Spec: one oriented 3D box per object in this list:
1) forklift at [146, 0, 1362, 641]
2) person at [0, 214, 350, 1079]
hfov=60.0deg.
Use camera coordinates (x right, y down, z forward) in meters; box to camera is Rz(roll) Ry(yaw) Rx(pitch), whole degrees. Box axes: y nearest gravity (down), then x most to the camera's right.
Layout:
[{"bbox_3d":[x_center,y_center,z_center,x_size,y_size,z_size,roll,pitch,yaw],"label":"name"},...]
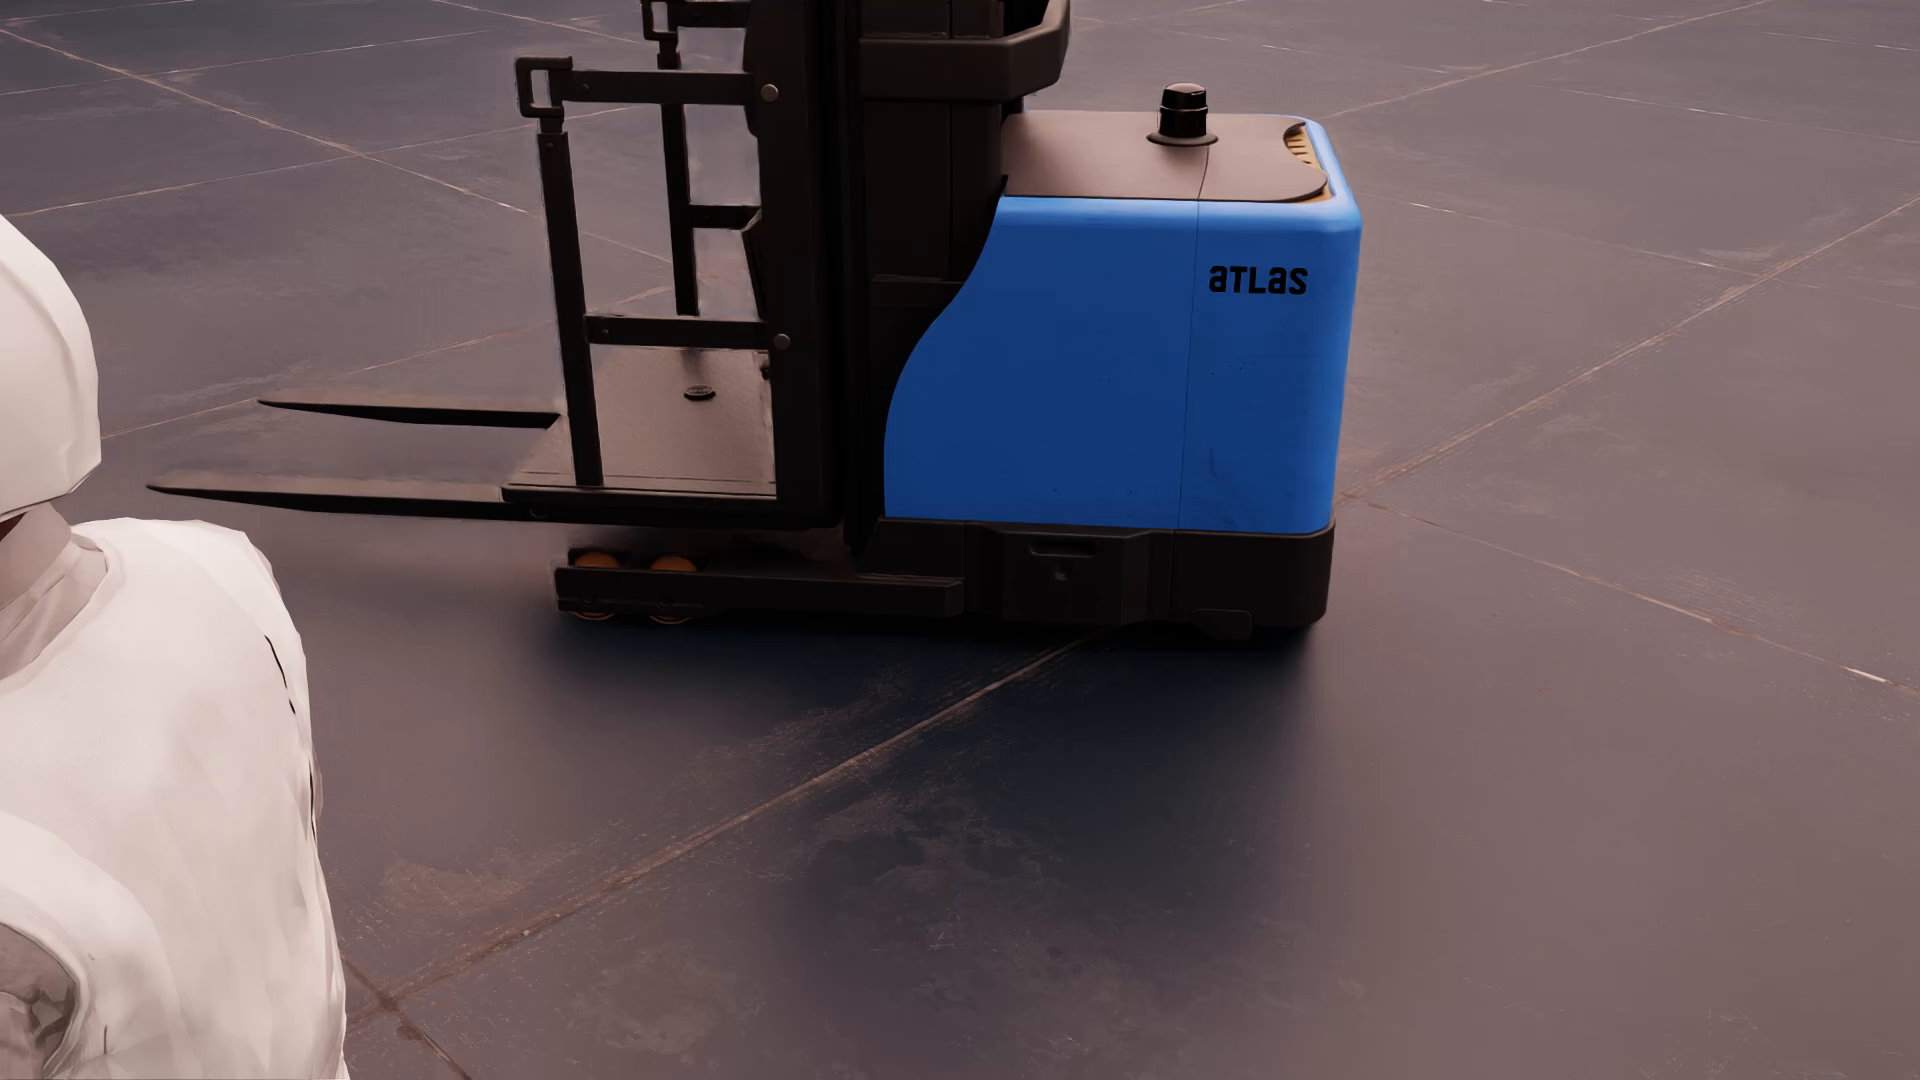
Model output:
[{"bbox_3d":[-0.578,-1.335,3.935,3.031,2.935,1.130,3,26,5],"label":"forklift"},{"bbox_3d":[-0.768,0.566,1.357,0.570,1.773,0.630,1,26,3],"label":"person"}]
